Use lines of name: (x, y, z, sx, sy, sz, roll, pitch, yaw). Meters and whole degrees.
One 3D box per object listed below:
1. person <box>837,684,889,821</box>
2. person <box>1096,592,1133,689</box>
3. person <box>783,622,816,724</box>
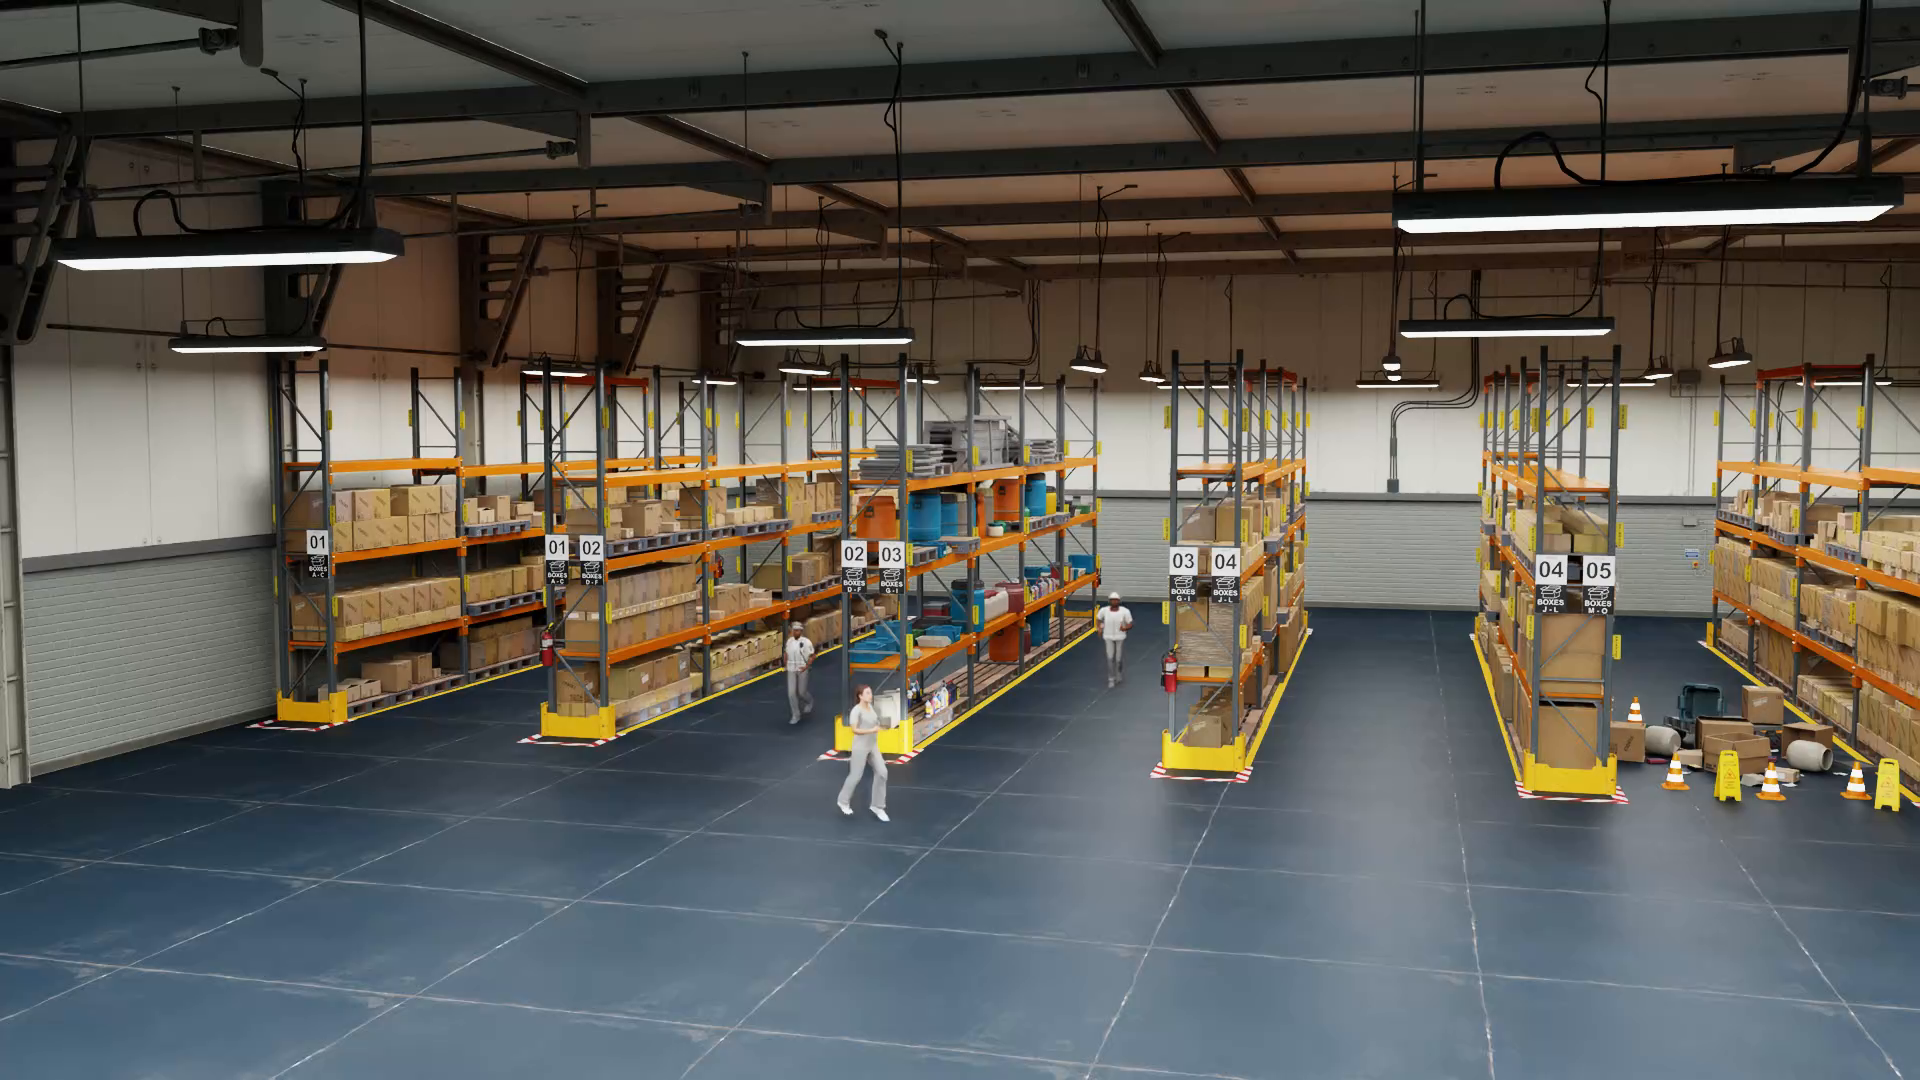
person: (-1.229, 2.660, 20.899, 0.775, 1.731, 0.580, 3, 5, 38)
person: (2.906, 1.864, 31.315, 0.698, 1.774, 0.853, 1, 4, 8)
person: (-2.680, 2.187, 27.710, 0.590, 1.672, 0.743, 1, 4, 13)
